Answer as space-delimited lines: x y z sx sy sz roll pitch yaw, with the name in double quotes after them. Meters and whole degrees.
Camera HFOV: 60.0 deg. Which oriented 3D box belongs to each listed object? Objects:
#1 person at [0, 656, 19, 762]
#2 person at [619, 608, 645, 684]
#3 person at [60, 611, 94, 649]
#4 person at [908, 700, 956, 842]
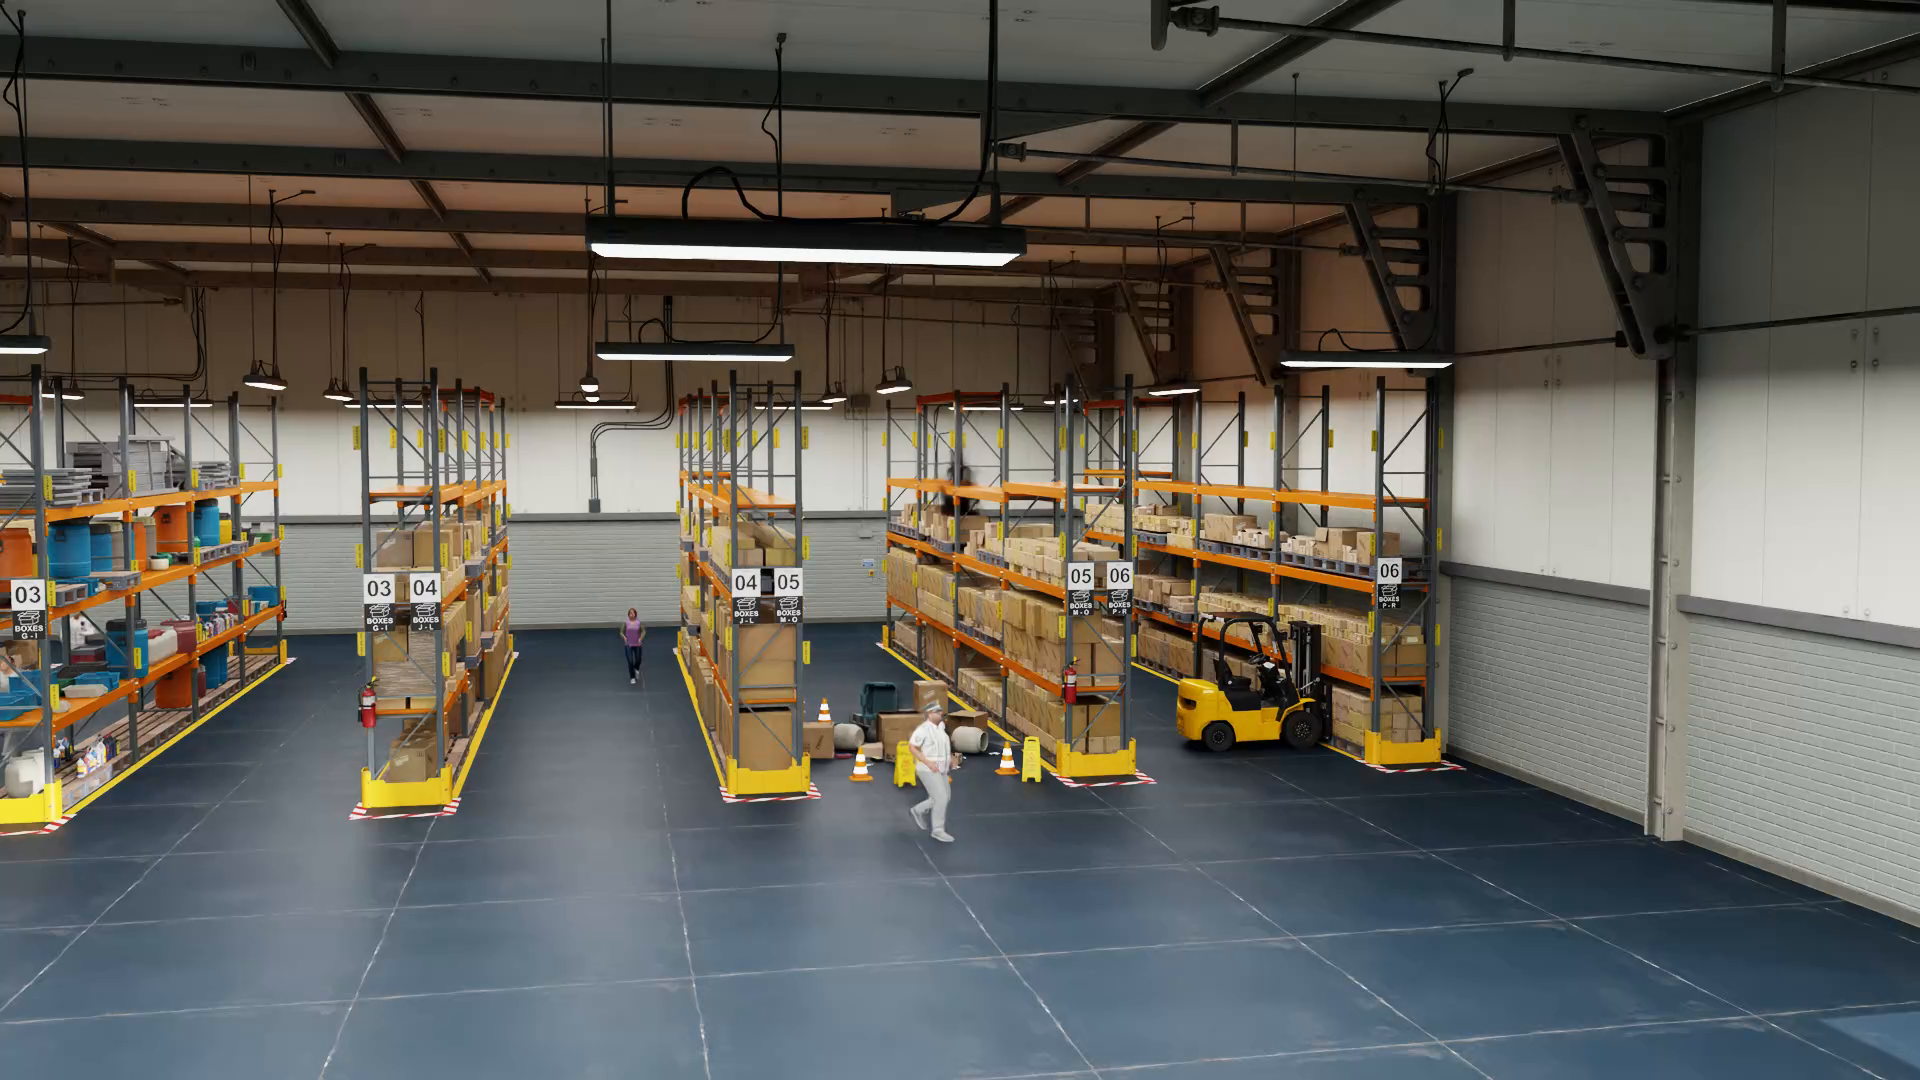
-14.951 2.634 26.213 0.572 1.652 0.722 -1 3 -12 "person"
-6.756 2.183 34.332 0.532 1.551 0.559 -1 3 -13 "person"
-17.898 2.129 33.699 0.628 1.650 1.007 -2 4 -25 "person"
-0.379 2.883 20.942 0.710 1.769 0.672 2 4 31 "person"
